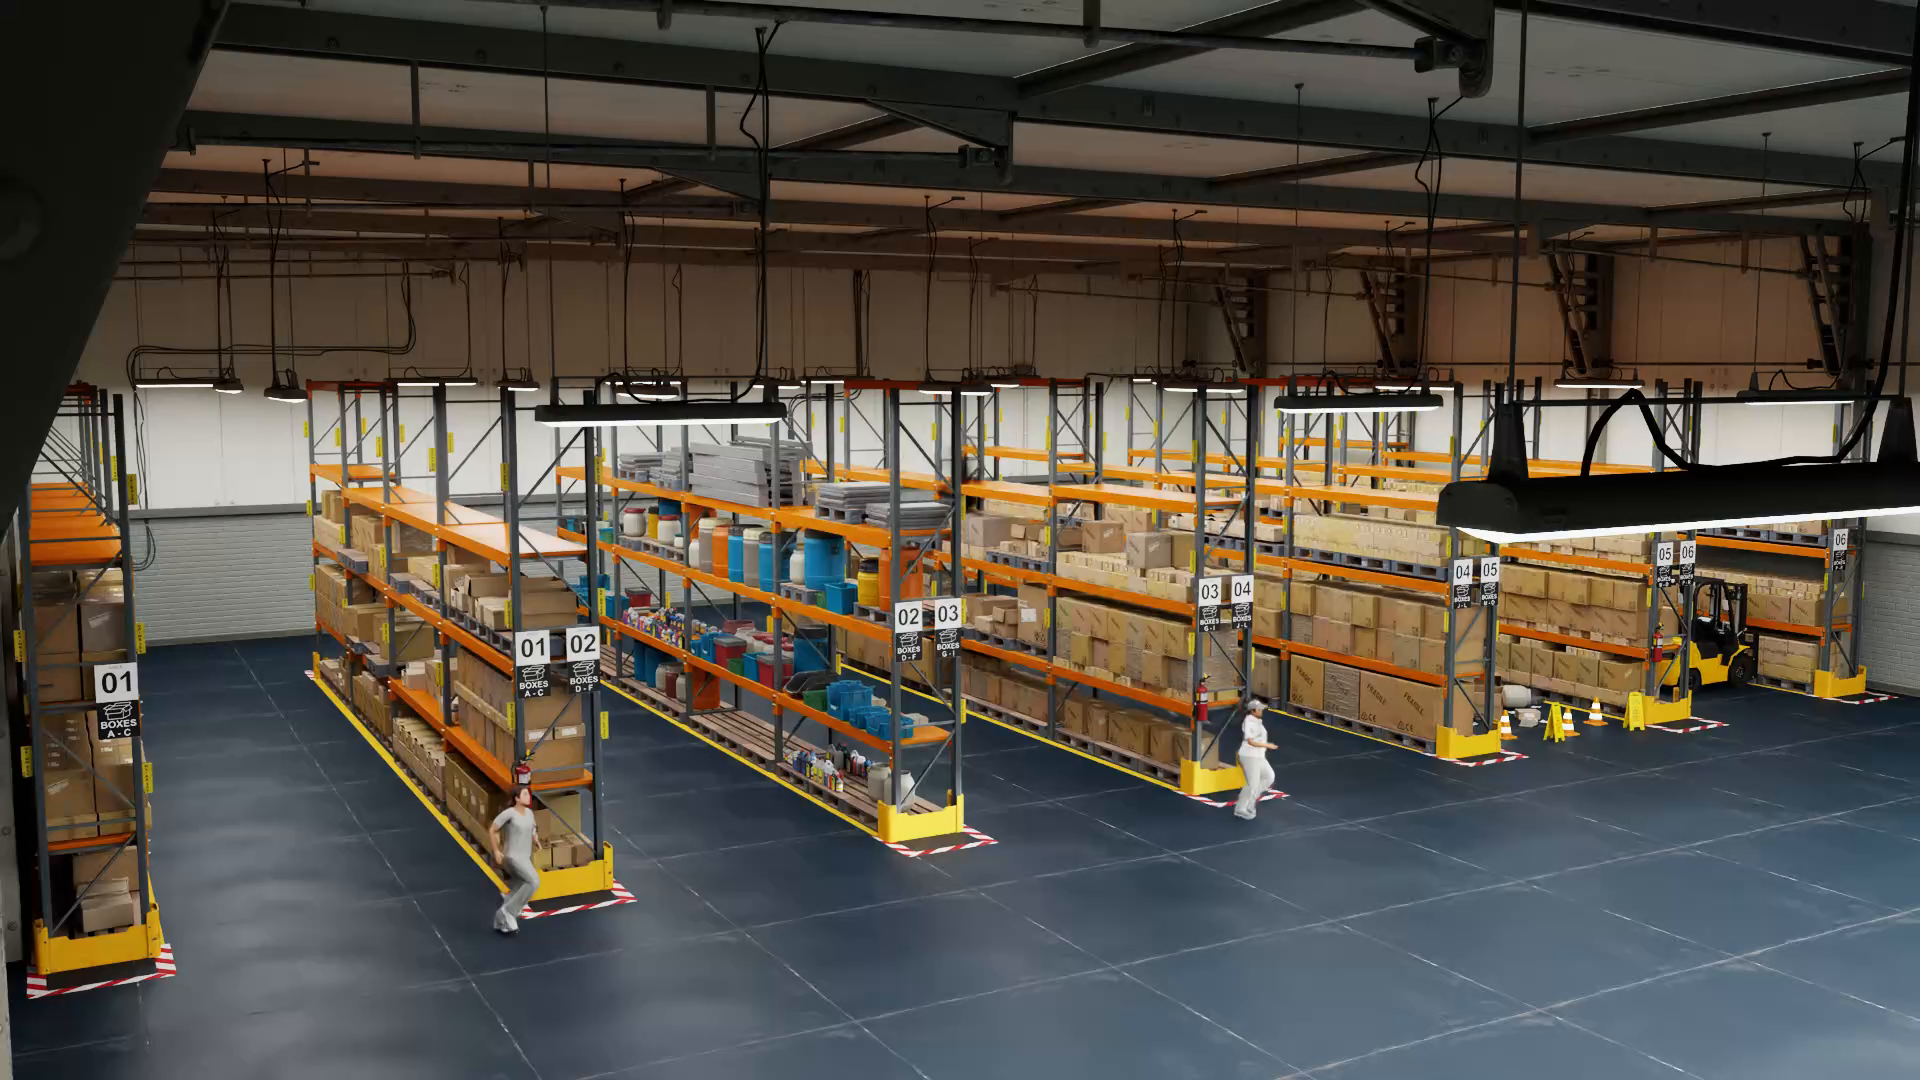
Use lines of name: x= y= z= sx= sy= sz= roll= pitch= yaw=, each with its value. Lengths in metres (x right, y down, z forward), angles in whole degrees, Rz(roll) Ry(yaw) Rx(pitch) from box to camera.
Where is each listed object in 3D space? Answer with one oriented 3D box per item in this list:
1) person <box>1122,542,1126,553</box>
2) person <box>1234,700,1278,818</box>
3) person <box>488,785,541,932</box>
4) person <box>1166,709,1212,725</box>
person: x=4.481 y=0.645 z=44.445 sx=0.768 sy=1.648 sz=0.694 roll=0 pitch=6 yaw=-2
person: x=4.161 y=3.045 z=23.276 sx=0.594 sy=1.632 sz=0.649 roll=2 pitch=6 yaw=15
person: x=-4.899 y=3.546 z=18.596 sx=0.592 sy=1.609 sz=0.574 roll=2 pitch=7 yaw=21
person: x=4.092 y=2.324 z=29.398 sx=0.548 sy=1.782 sz=0.953 roll=-4 pitch=7 yaw=-36
